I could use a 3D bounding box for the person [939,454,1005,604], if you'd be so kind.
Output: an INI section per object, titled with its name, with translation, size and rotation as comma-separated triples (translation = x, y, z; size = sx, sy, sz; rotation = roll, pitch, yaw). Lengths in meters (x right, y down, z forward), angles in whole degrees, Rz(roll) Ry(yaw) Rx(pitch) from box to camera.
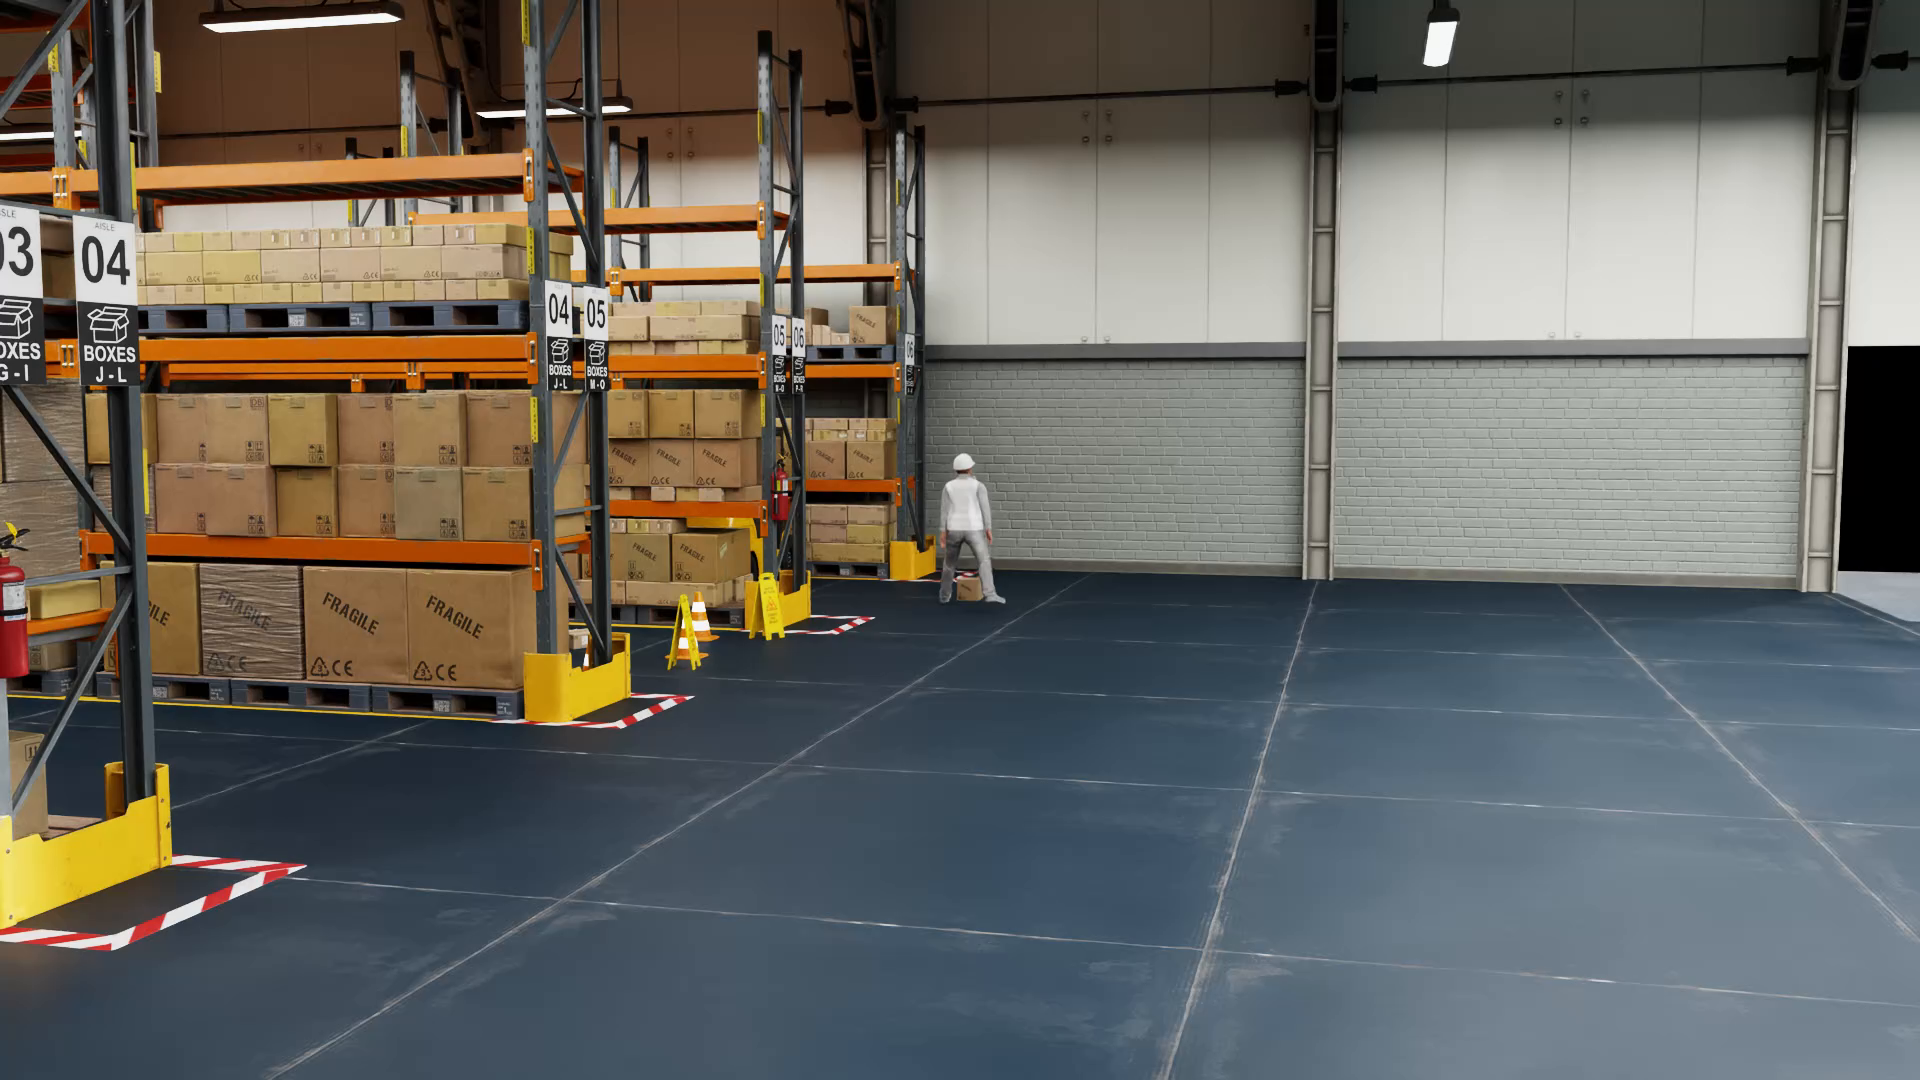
[person]
translation = 0.124, -0.111, 18.878
size = 0.892, 1.737, 0.871
rotation = 1, 5, 14
